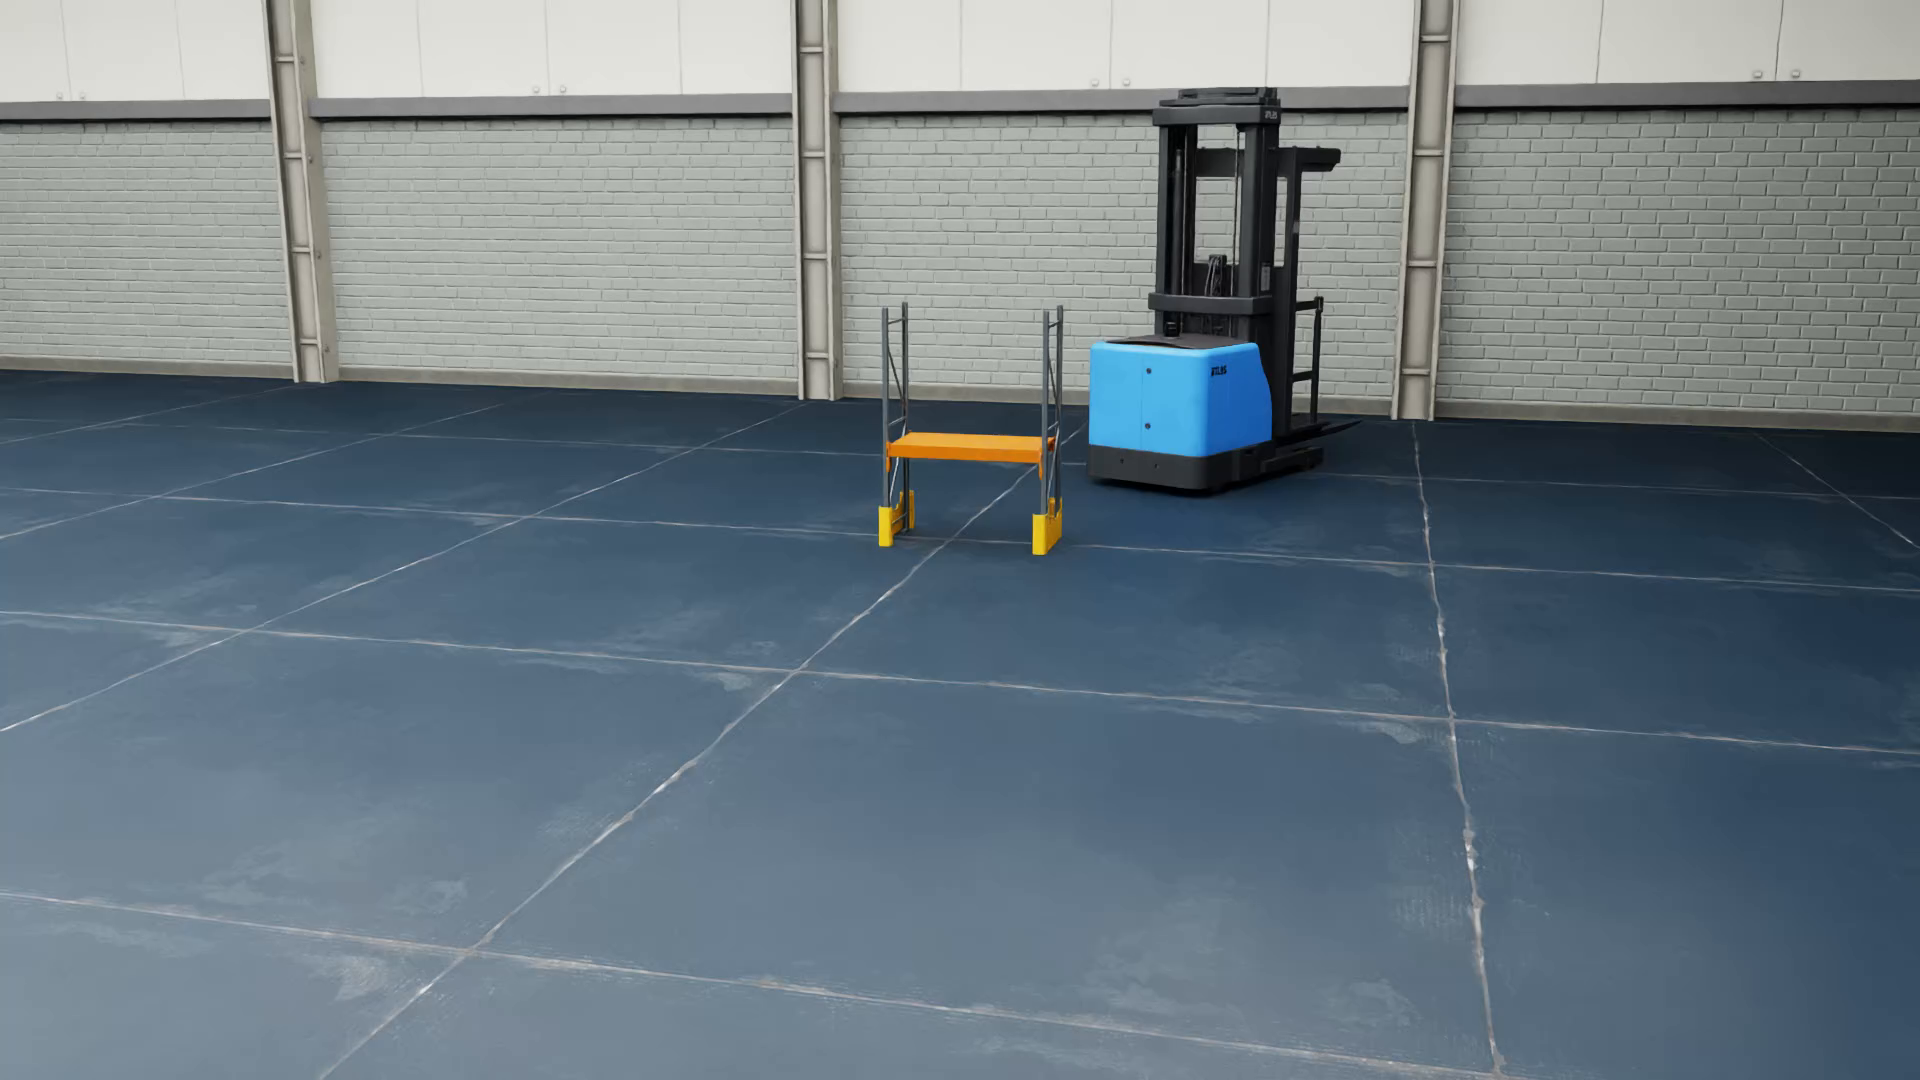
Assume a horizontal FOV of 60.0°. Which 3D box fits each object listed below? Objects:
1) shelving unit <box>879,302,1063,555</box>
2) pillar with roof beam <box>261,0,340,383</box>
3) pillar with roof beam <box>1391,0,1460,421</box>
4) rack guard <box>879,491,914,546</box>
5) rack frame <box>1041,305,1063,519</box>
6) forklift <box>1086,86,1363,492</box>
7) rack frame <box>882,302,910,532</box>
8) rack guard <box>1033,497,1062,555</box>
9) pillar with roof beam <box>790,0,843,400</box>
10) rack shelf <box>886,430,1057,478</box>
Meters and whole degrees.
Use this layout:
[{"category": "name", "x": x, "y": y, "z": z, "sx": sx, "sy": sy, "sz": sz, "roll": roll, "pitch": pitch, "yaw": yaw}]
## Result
[{"category": "shelving unit", "x": 0.074, "y": -0.728, "z": 10.553, "sx": 1.083, "sy": 1.500, "sz": 0.587, "roll": 3, "pitch": 13, "yaw": 14}, {"category": "pillar with roof beam", "x": -8.316, "y": -5.290, "z": 13.802, "sx": 0.400, "sy": 9.000, "sz": 9.100, "roll": 3, "pitch": 13, "yaw": 14}, {"category": "pillar with roof beam", "x": 3.334, "y": -4.668, "z": 10.996, "sx": 0.400, "sy": 9.000, "sz": 9.100, "roll": 3, "pitch": 13, "yaw": 14}, {"category": "rack guard", "x": -0.409, "y": -0.144, "z": 10.805, "sx": 0.087, "sy": 0.250, "sz": 0.587, "roll": 3, "pitch": 13, "yaw": 14}, {"category": "rack frame", "x": 0.576, "y": -0.701, "z": 10.432, "sx": 0.032, "sy": 1.500, "sz": 0.500, "roll": 3, "pitch": 13, "yaw": 14}, {"category": "forklift", "x": 2.278, "y": -2.043, "z": 13.176, "sx": 1.130, "sy": 2.935, "sz": 3.031, "roll": 10, "pitch": 16, "yaw": 38}, {"category": "rack frame", "x": -0.411, "y": -0.754, "z": 10.670, "sx": 0.032, "sy": 1.500, "sz": 0.500, "roll": 3, "pitch": 13, "yaw": 14}, {"category": "rack guard", "x": 0.558, "y": -0.092, "z": 10.572, "sx": 0.087, "sy": 0.250, "sz": 0.587, "roll": 3, "pitch": 13, "yaw": 14}, {"category": "pillar with roof beam", "x": -2.491, "y": -4.979, "z": 12.399, "sx": 0.400, "sy": 9.000, "sz": 9.100, "roll": 3, "pitch": 13, "yaw": 14}, {"category": "rack shelf", "x": 0.083, "y": -0.552, "z": 10.590, "sx": 1.000, "sy": 0.185, "sz": 0.538, "roll": 3, "pitch": 13, "yaw": 14}]
